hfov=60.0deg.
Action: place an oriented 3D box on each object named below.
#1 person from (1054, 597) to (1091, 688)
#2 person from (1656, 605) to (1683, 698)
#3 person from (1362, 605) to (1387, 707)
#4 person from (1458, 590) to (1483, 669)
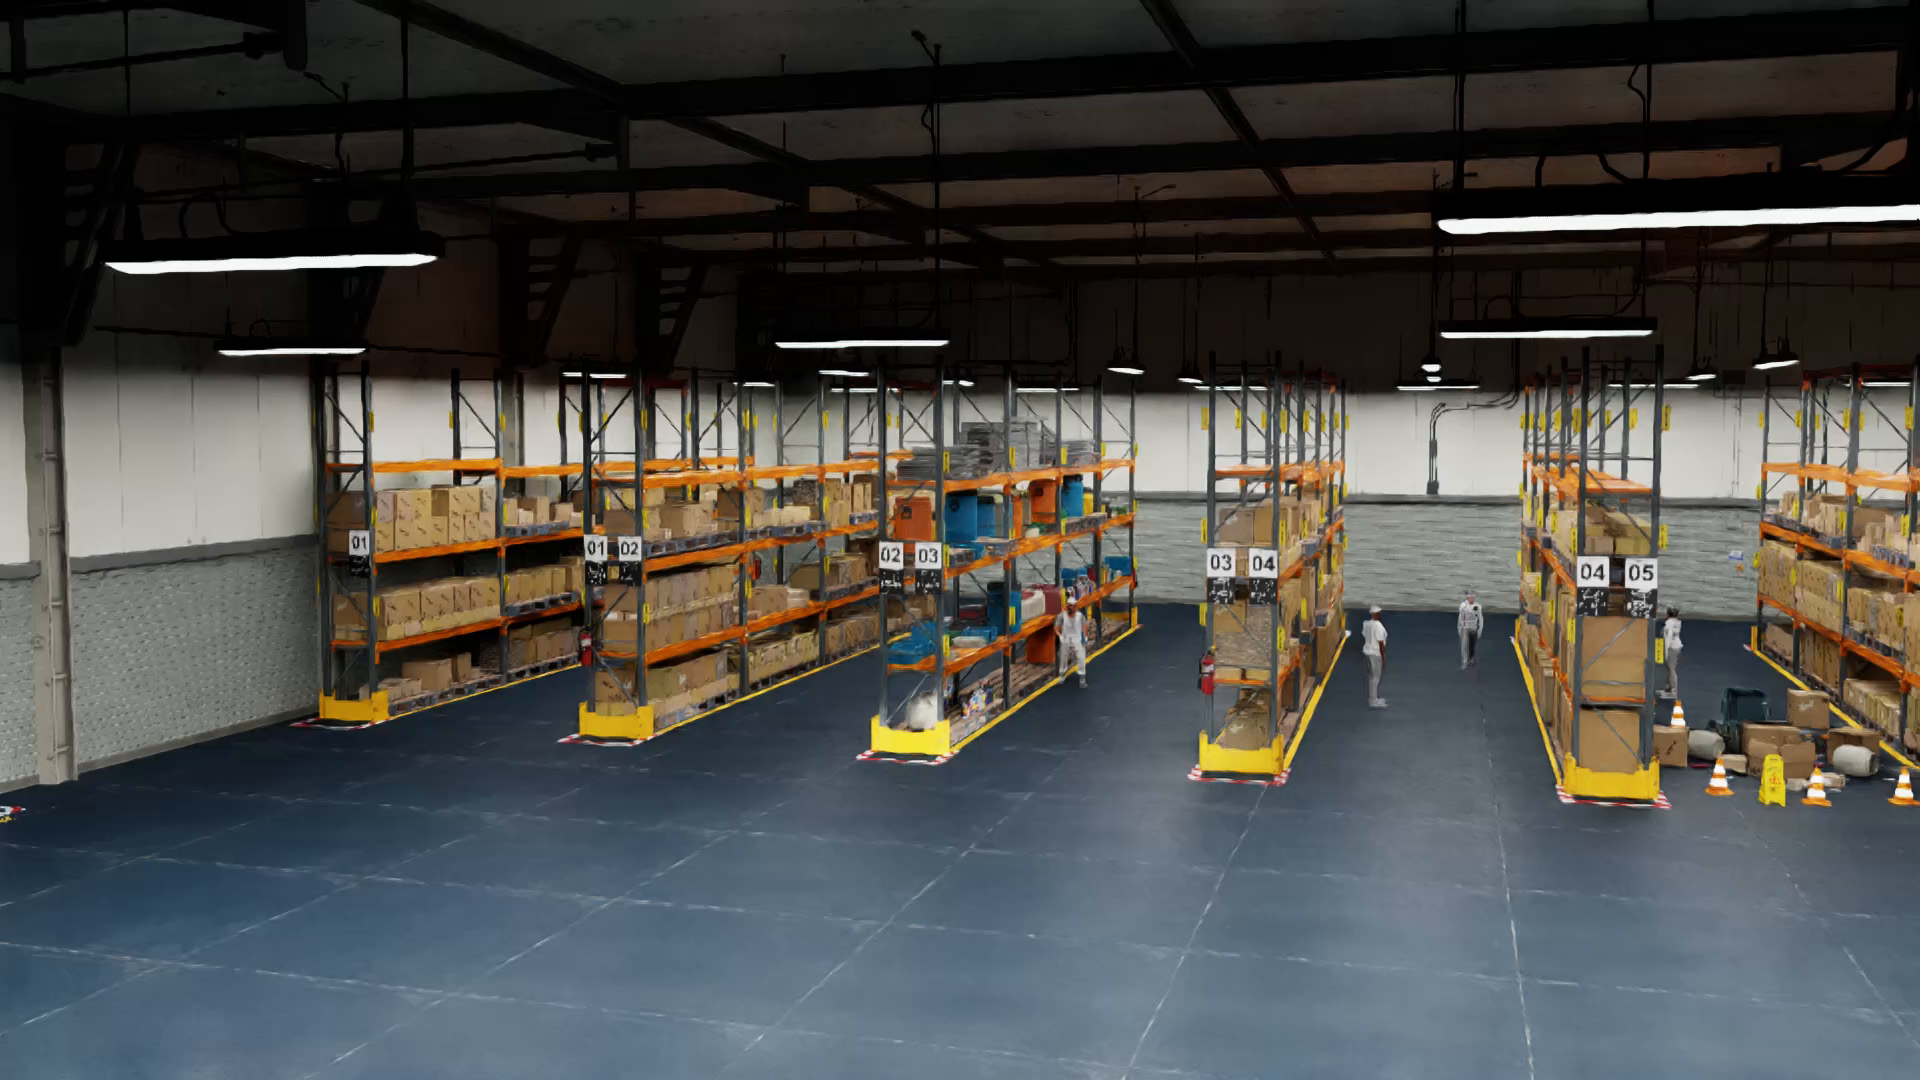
[{"bbox_3d":[2.094,1.903,31.219,0.684,1.714,0.845,0,4,0],"label":"person"},{"bbox_3d":[12.814,2.009,30.068,0.525,1.677,0.455,-4,6,-43],"label":"person"},{"bbox_3d":[7.327,2.020,29.219,0.447,1.761,0.628,-1,4,-15],"label":"person"},{"bbox_3d":[10.340,1.783,33.671,0.488,1.590,1.089,1,4,14],"label":"person"}]
